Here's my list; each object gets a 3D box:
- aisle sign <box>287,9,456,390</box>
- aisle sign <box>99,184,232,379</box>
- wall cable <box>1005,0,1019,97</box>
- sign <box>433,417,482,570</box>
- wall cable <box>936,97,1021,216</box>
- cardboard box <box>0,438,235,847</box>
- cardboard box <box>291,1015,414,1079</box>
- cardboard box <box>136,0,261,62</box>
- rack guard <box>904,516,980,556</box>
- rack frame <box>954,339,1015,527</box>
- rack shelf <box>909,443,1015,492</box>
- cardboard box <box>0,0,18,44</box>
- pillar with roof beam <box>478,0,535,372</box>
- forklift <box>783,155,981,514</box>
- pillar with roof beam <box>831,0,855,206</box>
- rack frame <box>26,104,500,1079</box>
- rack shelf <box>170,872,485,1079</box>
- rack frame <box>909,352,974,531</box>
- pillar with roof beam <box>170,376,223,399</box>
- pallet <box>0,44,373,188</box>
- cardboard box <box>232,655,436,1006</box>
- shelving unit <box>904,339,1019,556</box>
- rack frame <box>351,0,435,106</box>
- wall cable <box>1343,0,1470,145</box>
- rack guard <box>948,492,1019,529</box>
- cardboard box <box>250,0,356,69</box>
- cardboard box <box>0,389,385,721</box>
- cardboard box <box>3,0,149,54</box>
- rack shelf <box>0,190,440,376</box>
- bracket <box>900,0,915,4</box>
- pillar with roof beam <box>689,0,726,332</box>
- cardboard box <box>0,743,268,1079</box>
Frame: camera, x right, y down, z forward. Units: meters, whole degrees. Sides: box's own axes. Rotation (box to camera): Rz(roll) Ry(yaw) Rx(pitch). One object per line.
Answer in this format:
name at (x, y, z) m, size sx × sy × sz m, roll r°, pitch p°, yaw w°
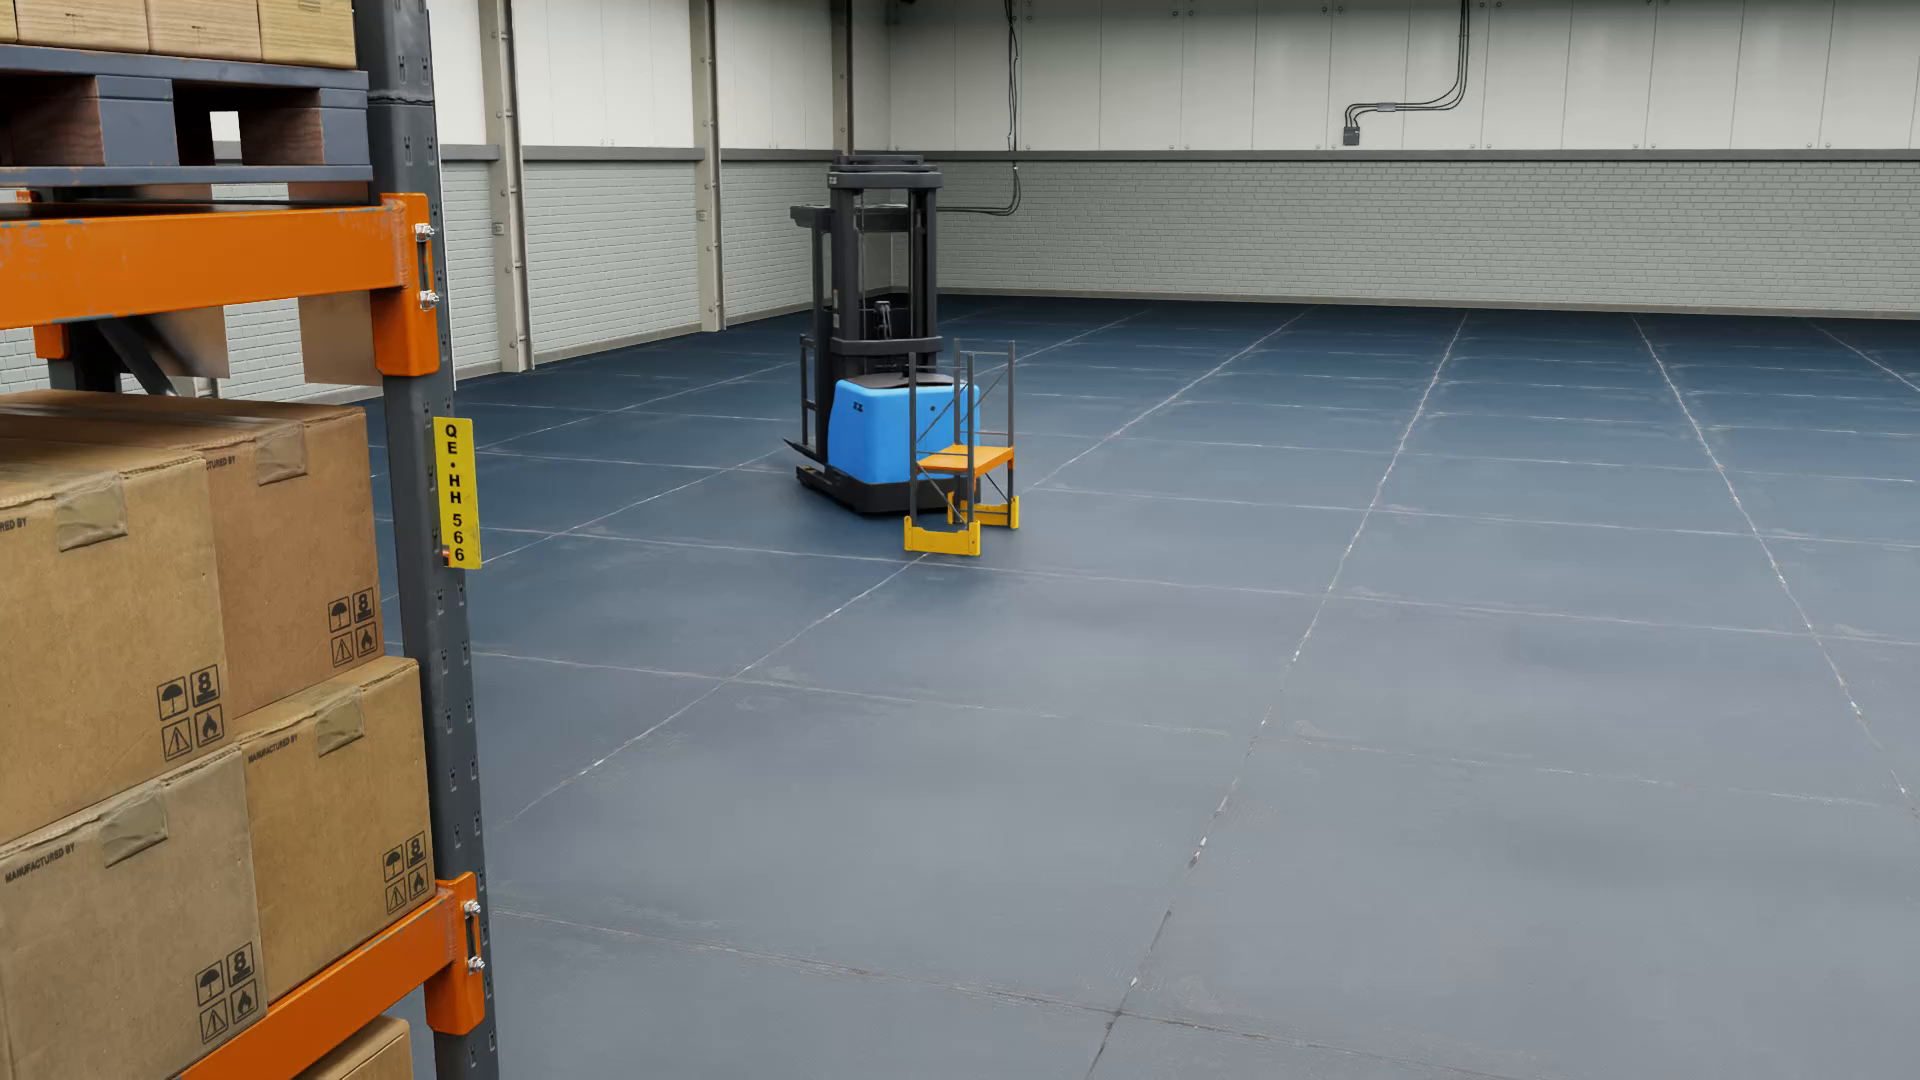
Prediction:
aisle sign at (-1.276, -0.721, 3.565) m, size 0.394 × 0.787 × 0.004 m, roll 4°, pitch 14°, yaw 18°
aisle sign at (-1.844, -0.765, 3.755) m, size 0.394 × 0.787 × 0.004 m, roll 4°, pitch 14°, yaw 18°
wall cable at (2.396, -10.591, 34.794) m, size 3.097 × 2.526 × 0.112 m, roll 4°, pitch 14°, yaw 18°
sign at (-1.074, -0.099, 3.545) m, size 0.100 × 0.325 × 0.005 m, roll 4°, pitch 14°, yaw 18°
wall cable at (-0.164, -8.323, 36.210) m, size 3.097 × 2.526 × 0.112 m, roll 4°, pitch 14°, yaw 18°
cardboard box at (-1.830, 0.138, 2.881) m, size 0.875 × 0.550 × 0.550 m, roll 4°, pitch 14°, yaw 18°
cardboard box at (-1.740, 1.518, 3.427) m, size 0.875 × 0.875 × 0.875 m, roll 4°, pitch 14°, yaw 19°
cardboard box at (-1.452, -0.907, 2.874) m, size 0.380 × 0.149 × 0.250 m, roll 4°, pitch 14°, yaw 19°
rack guard at (-0.136, -0.033, 12.571) m, size 0.587 × 0.250 × 0.087 m, roll 4°, pitch 14°, yaw 18°
rack frame at (0.192, -0.856, 13.369) m, size 0.500 × 1.500 × 0.032 m, roll 4°, pitch 14°, yaw 18°
rack shelf at (0.028, -0.574, 12.940) m, size 0.538 × 0.185 × 1.000 m, roll 4°, pitch 14°, yaw 18°
cardboard box at (-1.617, -0.799, 2.404) m, size 0.380 × 0.149 × 0.250 m, roll 4°, pitch 14°, yaw 19°
pillar with roof beam at (-2.178, -6.475, 21.136) m, size 9.100 × 9.000 × 0.400 m, roll 4°, pitch 14°, yaw 18°
forklift at (-0.852, -1.932, 14.864) m, size 1.130 × 2.935 × 3.031 m, roll -5°, pitch 14°, yaw -22°
pillar with roof beam at (1.705, -9.002, 32.206) m, size 9.100 × 9.000 × 0.548 m, roll 4°, pitch 14°, yaw 18°
rack frame at (-1.583, 0.539, 3.884) m, size 1.000 × 3.000 × 0.127 m, roll 4°, pitch 14°, yaw 18°
rack shelf at (-2.230, 1.311, 2.119) m, size 1.077 × 0.370 × 4.000 m, roll 4°, pitch 14°, yaw 18°
rack frame at (-0.137, -0.642, 12.431) m, size 0.500 × 1.500 × 0.032 m, roll 4°, pitch 14°, yaw 18°
pillar with roof beam at (-4.119, -5.212, 15.601) m, size 9.100 × 9.000 × 0.400 m, roll 4°, pitch 14°, yaw 18°
pallet at (-1.813, -0.723, 2.872) m, size 1.003 × 0.211 × 1.213 m, roll 4°, pitch 14°, yaw 18°
cardboard box at (-1.660, 0.548, 3.511) m, size 0.875 × 0.550 × 0.550 m, roll 4°, pitch 14°, yaw 18°
shelving unit at (0.025, -0.747, 12.891) m, size 0.587 × 1.500 × 1.083 m, roll 4°, pitch 14°, yaw 18°
rack frame at (-1.583, -2.385, 3.216) m, size 1.000 × 3.000 × 0.127 m, roll 4°, pitch 14°, yaw 18°
wall cable at (8.814, -10.808, 32.476) m, size 2.305 × 6.003 × 0.169 m, roll 4°, pitch 14°, yaw 18°
rack guard at (0.186, -0.243, 13.490) m, size 0.587 × 0.250 × 0.087 m, roll 4°, pitch 14°, yaw 18°
cardboard box at (-1.370, -0.960, 3.107) m, size 0.380 × 0.149 × 0.250 m, roll 4°, pitch 14°, yaw 18°
cardboard box at (-1.739, 0.015, 3.417) m, size 0.875 × 0.550 × 0.550 m, roll 4°, pitch 14°, yaw 18°
cardboard box at (-1.534, -0.853, 2.637) m, size 0.380 × 0.149 × 0.250 m, roll 5°, pitch 14°, yaw 19°
rack shelf at (-2.230, -0.151, 1.785) m, size 1.077 × 0.370 × 4.000 m, roll 4°, pitch 14°, yaw 18°
bracket at (-1.132, -11.628, 35.620) m, size 0.235 × 0.232 × 0.430 m, roll 4°, pitch 14°, yaw 18°
pillar with roof beam at (-0.236, -7.739, 26.671) m, size 9.100 × 9.000 × 0.400 m, roll 4°, pitch 14°, yaw 18°
cardboard box at (-1.817, 0.665, 2.996) m, size 0.875 × 0.550 × 0.550 m, roll 4°, pitch 14°, yaw 18°
